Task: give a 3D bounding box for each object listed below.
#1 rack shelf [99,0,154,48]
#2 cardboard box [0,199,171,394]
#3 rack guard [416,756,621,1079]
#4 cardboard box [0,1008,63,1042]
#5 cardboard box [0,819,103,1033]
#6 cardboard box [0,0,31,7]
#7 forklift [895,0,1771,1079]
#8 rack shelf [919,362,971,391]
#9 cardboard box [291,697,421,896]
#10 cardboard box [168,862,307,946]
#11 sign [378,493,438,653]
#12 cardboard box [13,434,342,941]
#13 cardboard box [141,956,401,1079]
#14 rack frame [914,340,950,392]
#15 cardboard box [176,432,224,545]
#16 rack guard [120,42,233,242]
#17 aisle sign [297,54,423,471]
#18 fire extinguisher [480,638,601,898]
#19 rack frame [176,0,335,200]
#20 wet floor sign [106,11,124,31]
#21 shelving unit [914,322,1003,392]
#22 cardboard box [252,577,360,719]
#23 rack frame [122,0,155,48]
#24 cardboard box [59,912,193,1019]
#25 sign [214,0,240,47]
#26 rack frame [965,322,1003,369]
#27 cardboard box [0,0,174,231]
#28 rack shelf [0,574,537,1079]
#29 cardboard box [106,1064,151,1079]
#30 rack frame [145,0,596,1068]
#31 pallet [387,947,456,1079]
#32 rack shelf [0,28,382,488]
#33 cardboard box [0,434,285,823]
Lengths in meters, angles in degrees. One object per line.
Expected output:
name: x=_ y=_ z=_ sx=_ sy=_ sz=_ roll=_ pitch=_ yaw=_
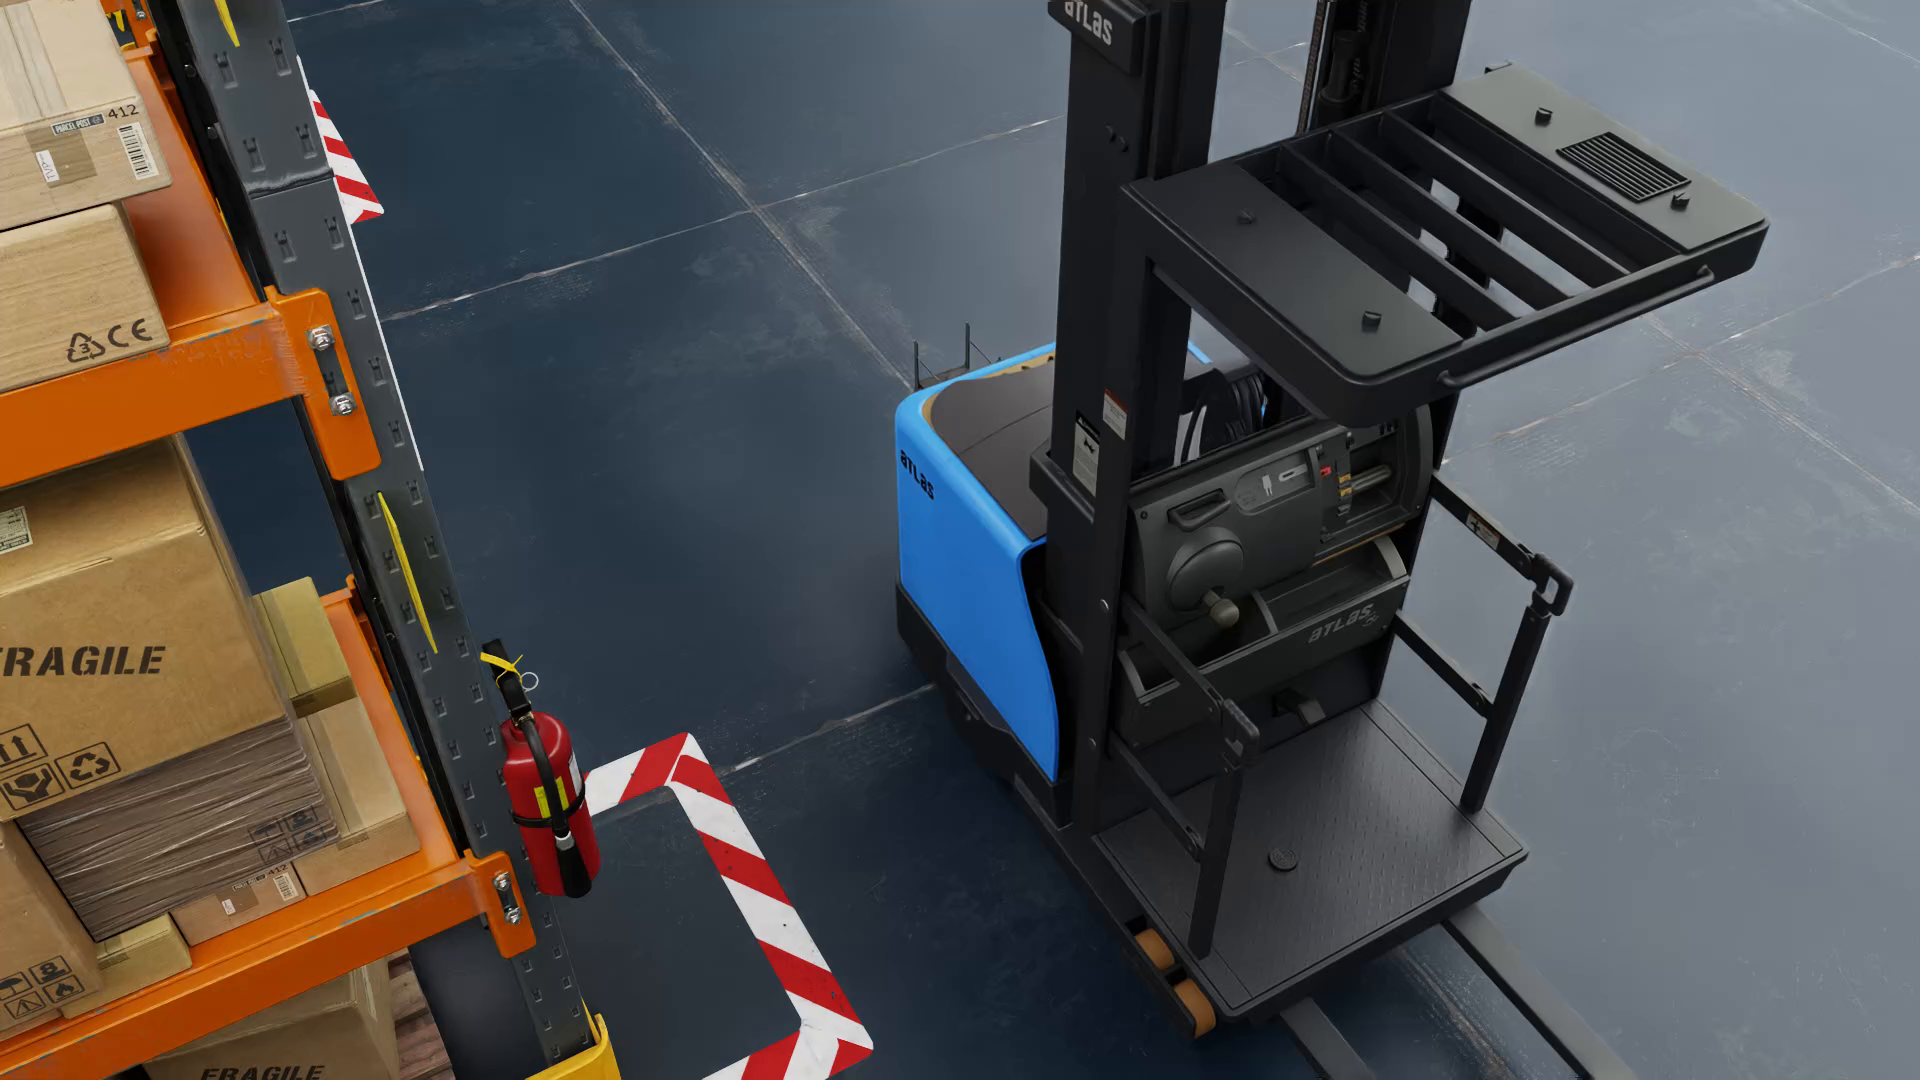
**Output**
rack shelf: x=-5.363 y=-1.828 z=6.497 sx=4.000 sy=0.370 sz=1.077 roll=-22 pitch=48 yaw=-21
cardboard box: x=-1.537 y=-0.452 z=2.516 sx=0.500 sy=0.250 sz=0.500 roll=-21 pitch=48 yaw=-20
rack guard: x=-1.311 y=1.173 z=4.682 sx=0.348 sy=0.500 sz=1.175 roll=-22 pitch=48 yaw=-21
cardboard box: x=-2.022 y=0.845 z=3.406 sx=0.250 sy=0.149 sz=0.380 roll=-22 pitch=48 yaw=-21
cardboard box: x=-2.110 y=0.527 z=3.268 sx=0.500 sy=0.500 sz=0.875 roll=-22 pitch=48 yaw=-21
cardboard box: x=-1.599 y=-0.960 z=2.753 sx=0.250 sy=0.149 sz=0.380 roll=-22 pitch=48 yaw=-21
forklift: x=0.950 y=0.004 z=4.141 sx=1.130 sy=2.935 sz=3.031 roll=-22 pitch=48 yaw=-21
rack shelf: x=-0.007 y=-0.490 z=5.769 sx=0.200 sy=0.077 sz=0.258 roll=-22 pitch=48 yaw=-21
cardboard box: x=-1.390 y=0.563 z=3.696 sx=0.250 sy=0.149 sz=0.380 roll=-22 pitch=48 yaw=-21
cardboard box: x=-1.607 y=0.650 z=3.607 sx=0.250 sy=0.149 sz=0.380 roll=-22 pitch=48 yaw=-21
sign: x=-0.986 y=0.063 z=2.973 sx=0.005 sy=0.325 sz=0.100 roll=-22 pitch=48 yaw=-21
cardboard box: x=-1.736 y=0.281 z=3.521 sx=0.500 sy=0.500 sz=0.875 roll=-22 pitch=48 yaw=-21
cardboard box: x=-1.795 y=1.203 z=4.350 sx=0.500 sy=0.500 sz=0.500 roll=-14 pitch=46 yaw=-14
rack frame: x=-0.095 y=-0.285 z=5.897 sx=0.006 sy=0.900 sz=0.240 roll=-22 pitch=48 yaw=-21
cardboard box: x=-1.858 y=-0.226 z=3.325 sx=0.500 sy=0.500 sz=0.500 roll=-22 pitch=48 yaw=-21
rack guard: x=-3.608 y=-1.892 z=7.840 sx=0.348 sy=0.500 sz=1.175 roll=-22 pitch=48 yaw=-21
aisle sign: x=-1.042 y=-0.524 z=2.769 sx=0.004 sy=0.787 sz=0.394 roll=-22 pitch=48 yaw=-21
fire extinguisher: x=-0.916 y=0.516 z=3.620 sx=0.183 sy=0.674 sz=0.296 roll=-22 pitch=48 yaw=-21
rack frame: x=-1.245 y=-1.903 z=1.750 sx=0.127 sy=3.000 sz=1.000 roll=-22 pitch=48 yaw=-21
wet floor sign: x=-4.590 y=-3.141 z=9.024 sx=0.232 sy=0.644 sz=0.267 roll=-30 pitch=52 yaw=-27
shelving unit: x=-0.007 y=-0.320 z=5.934 sx=0.210 sy=0.900 sz=0.258 roll=-22 pitch=48 yaw=-21
cardboard box: x=-1.611 y=0.295 z=3.973 sx=0.250 sy=0.149 sz=0.380 roll=-22 pitch=48 yaw=-21
rack frame: x=-3.629 y=-2.781 z=6.961 sx=0.127 sy=3.000 sz=1.000 roll=-22 pitch=48 yaw=-21
cardboard box: x=-1.798 y=0.768 z=3.486 sx=0.250 sy=0.149 sz=0.380 roll=-22 pitch=48 yaw=-21
sign: x=-0.986 y=-0.802 z=2.133 sx=0.005 sy=0.325 sz=0.100 roll=-22 pitch=48 yaw=-21
rack frame: x=0.081 y=-0.355 z=5.970 sx=0.006 sy=0.900 sz=0.240 roll=-22 pitch=48 yaw=-21
cardboard box: x=-1.331 y=-0.631 z=2.414 sx=0.250 sy=0.149 sz=0.380 roll=-22 pitch=48 yaw=-21
rack shelf: x=-2.979 y=1.202 z=3.374 sx=4.000 sy=0.370 sz=1.077 roll=-22 pitch=48 yaw=-21
cardboard box: x=-2.296 y=1.431 z=4.115 sx=0.500 sy=0.500 sz=0.500 roll=-10 pitch=45 yaw=-10
rack frame: x=-1.245 y=0.250 z=3.839 sx=0.127 sy=3.000 sz=1.000 roll=-22 pitch=48 yaw=-21
pallet: x=-2.033 y=1.537 z=4.514 sx=1.213 sy=0.211 sz=1.003 roll=-22 pitch=48 yaw=-21
rack shelf: x=-2.979 y=0.125 z=2.330 sx=4.000 sy=0.370 sz=1.077 roll=-22 pitch=48 yaw=-21
cardboard box: x=-1.599 y=0.088 z=3.002 sx=0.500 sy=0.500 sz=0.500 roll=-22 pitch=48 yaw=-21
